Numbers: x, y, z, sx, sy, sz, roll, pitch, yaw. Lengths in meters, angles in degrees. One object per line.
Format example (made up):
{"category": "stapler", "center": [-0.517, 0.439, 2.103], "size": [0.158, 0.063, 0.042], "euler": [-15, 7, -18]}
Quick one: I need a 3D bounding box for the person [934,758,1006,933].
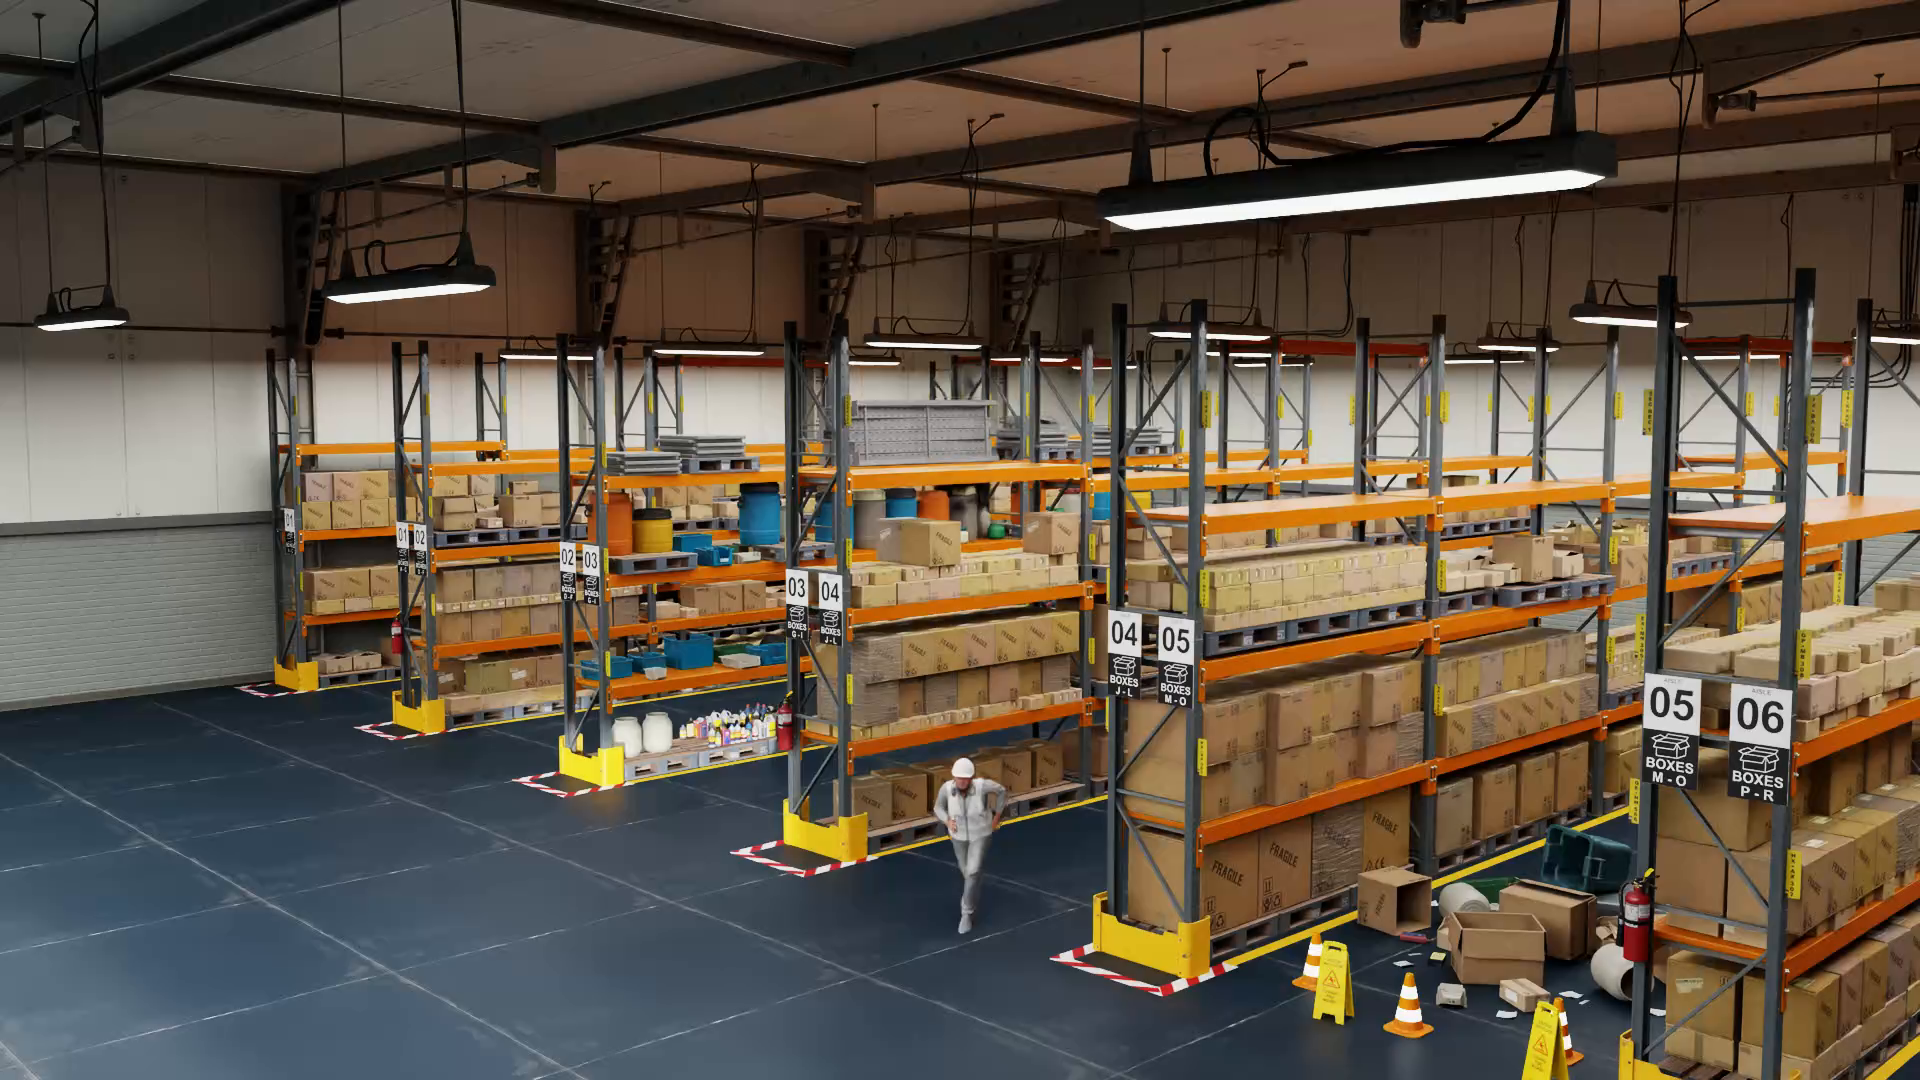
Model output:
{"category": "person", "center": [0.109, 2.934, 16.377], "size": [0.701, 1.733, 1.030], "euler": [1, 5, 9]}
